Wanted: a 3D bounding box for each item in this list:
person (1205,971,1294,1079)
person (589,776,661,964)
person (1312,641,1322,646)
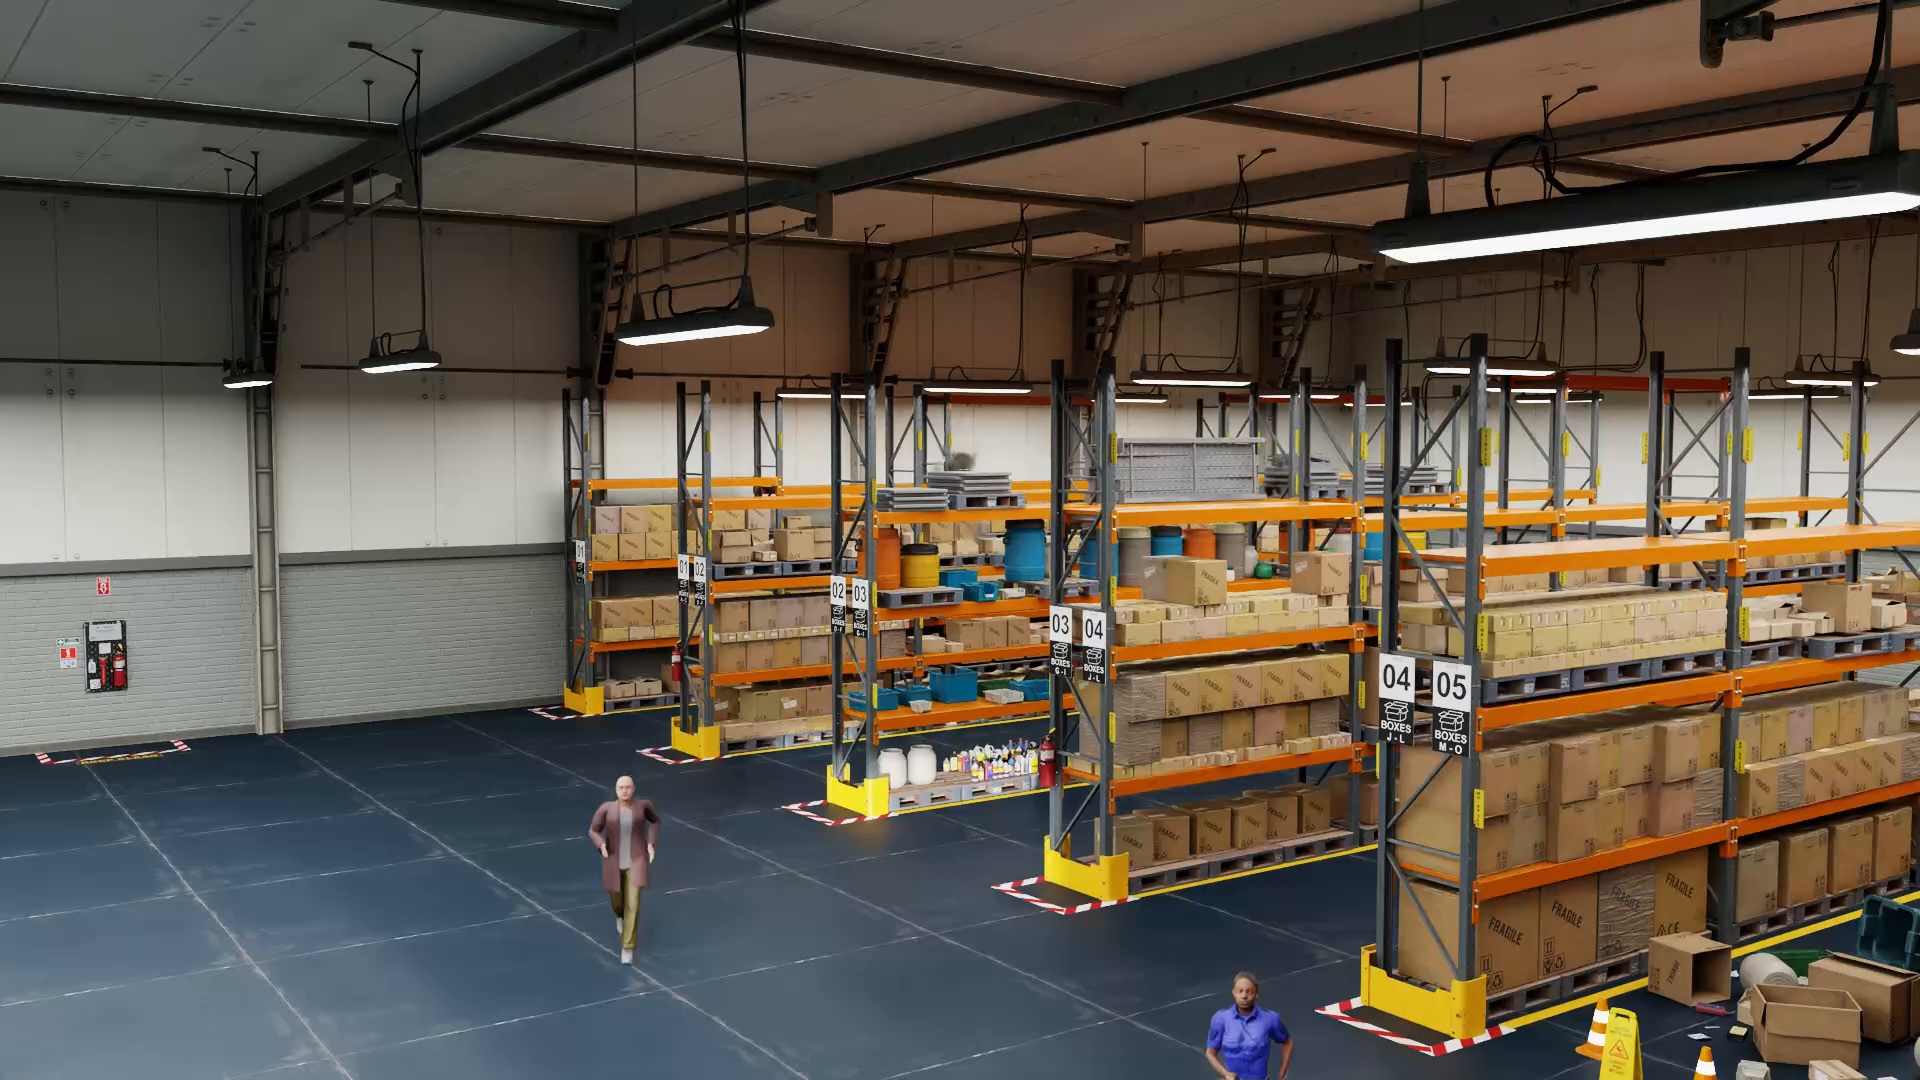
[{"bbox_3d":[1.882,3.652,10.905,0.561,1.618,0.570,1,4,15],"label":"person"},{"bbox_3d":[-3.328,3.218,16.537,0.709,1.767,1.018,-1,4,-9],"label":"person"},{"bbox_3d":[6.895,2.224,31.962,0.575,1.754,0.629,-3,5,-40],"label":"person"}]
